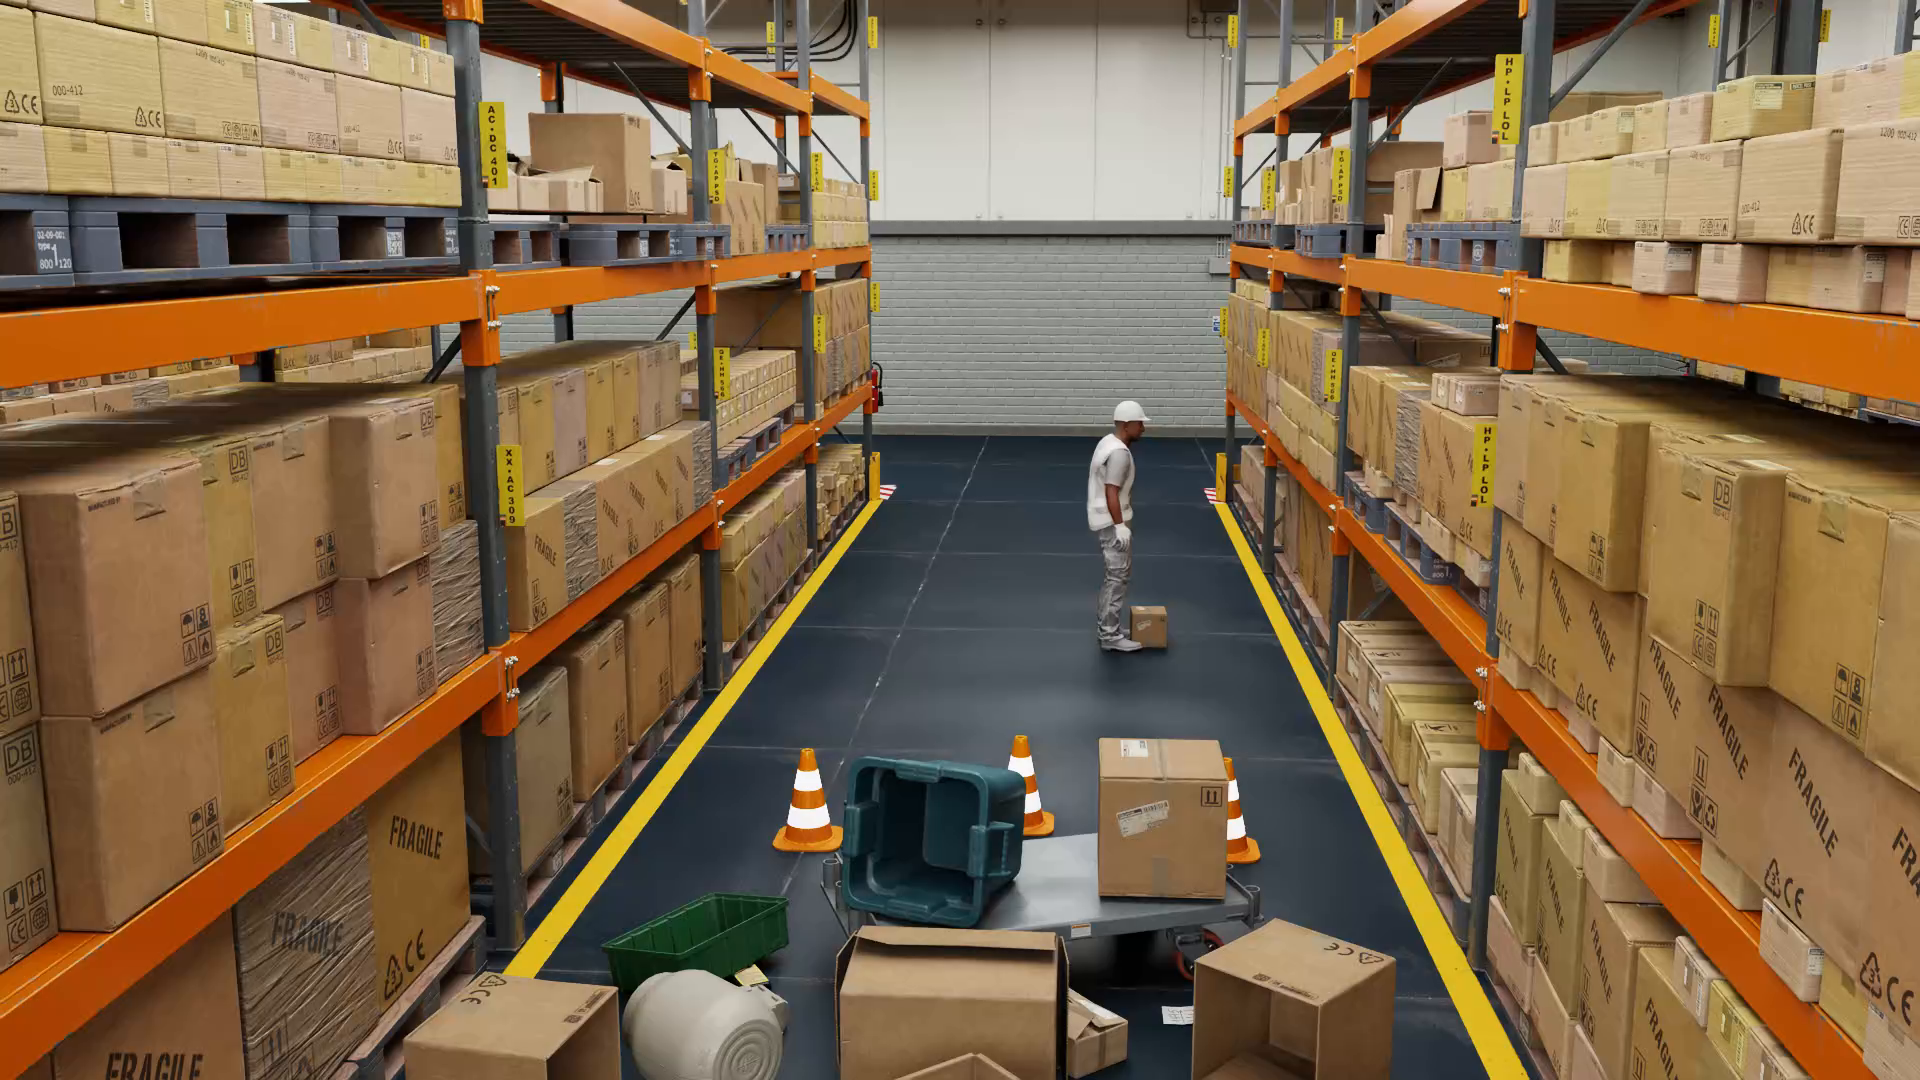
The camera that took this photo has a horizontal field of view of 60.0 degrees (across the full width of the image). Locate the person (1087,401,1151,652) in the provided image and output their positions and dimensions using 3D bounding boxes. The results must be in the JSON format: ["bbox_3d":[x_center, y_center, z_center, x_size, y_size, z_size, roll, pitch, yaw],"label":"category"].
[{"bbox_3d":[1.141,-0.114,12.002,0.447,1.774,0.618,1,11,4],"label":"person"}]
